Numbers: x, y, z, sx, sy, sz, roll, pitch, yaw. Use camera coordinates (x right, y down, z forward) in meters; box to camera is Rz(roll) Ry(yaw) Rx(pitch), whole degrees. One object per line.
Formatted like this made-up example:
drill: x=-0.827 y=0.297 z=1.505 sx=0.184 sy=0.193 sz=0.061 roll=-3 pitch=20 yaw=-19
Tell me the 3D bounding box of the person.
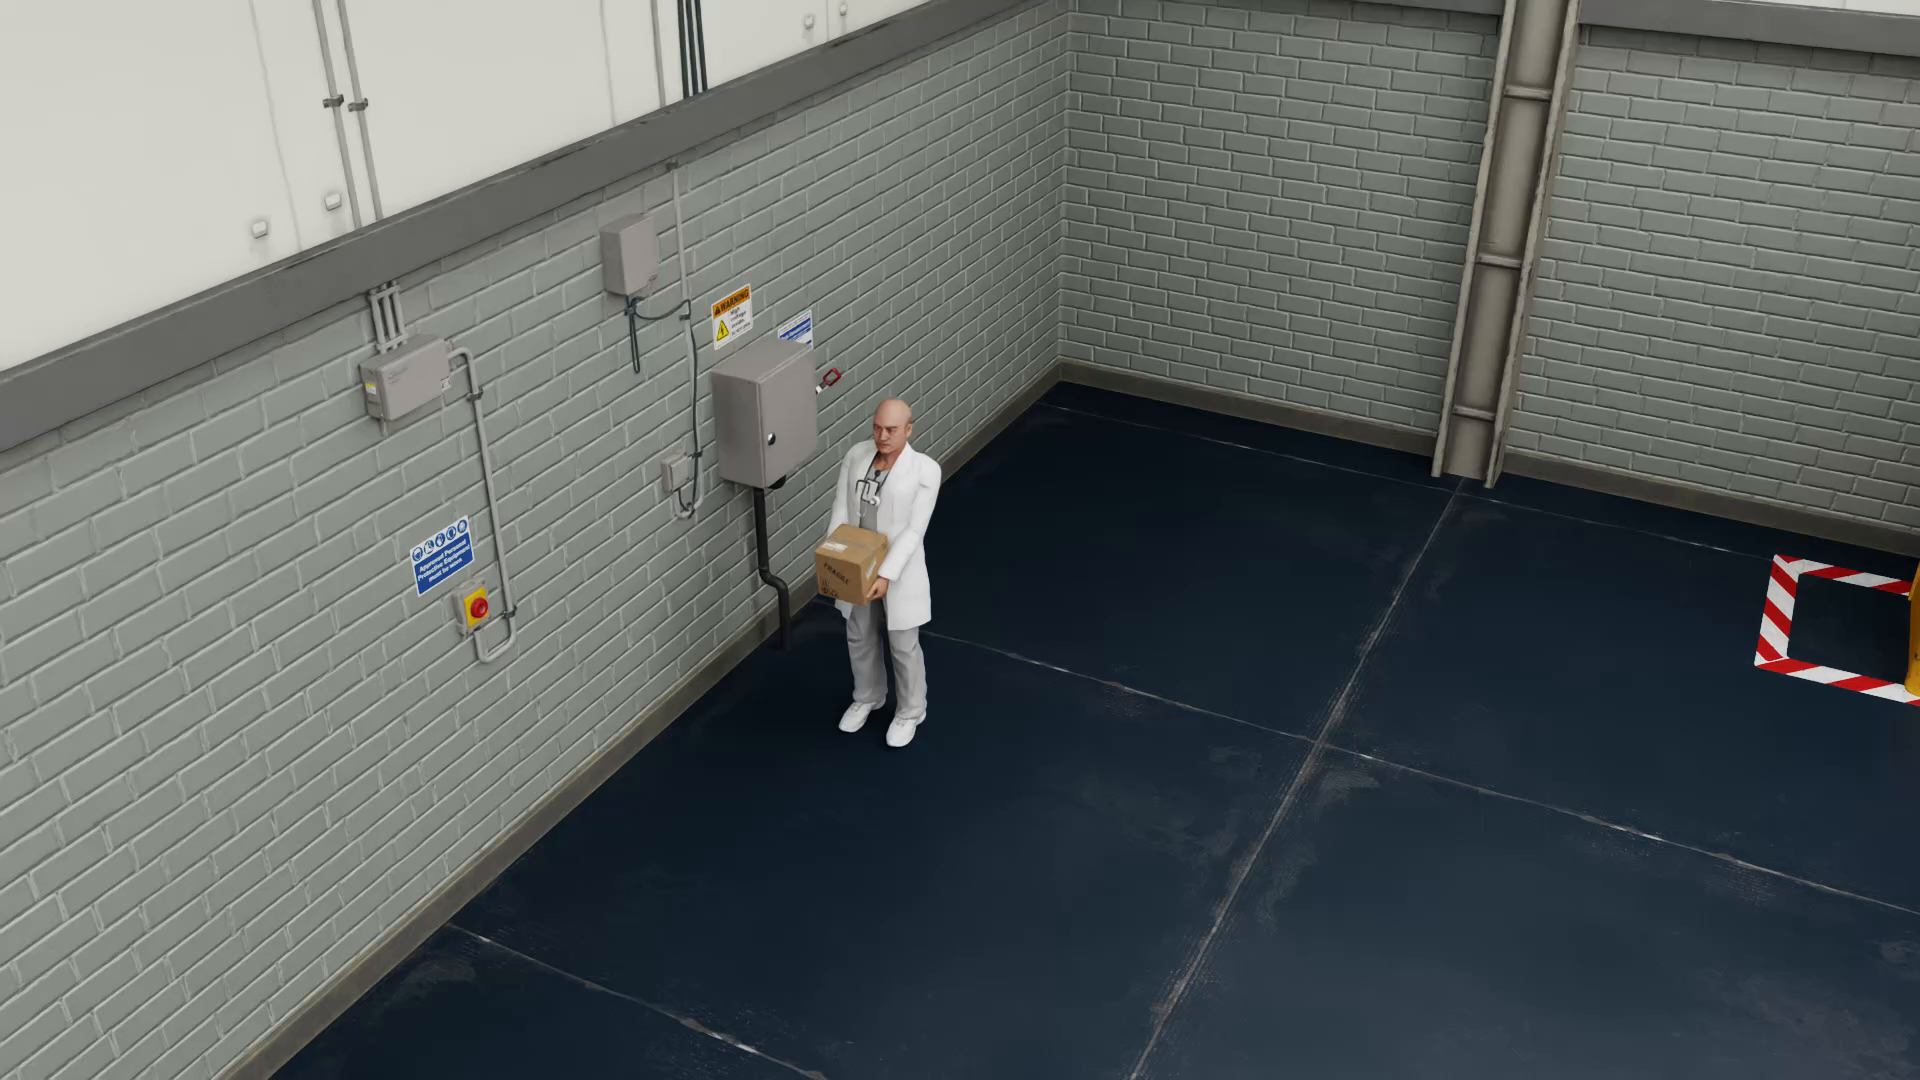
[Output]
person: x=-0.407 y=0.196 z=7.974 sx=0.529 sy=1.772 sz=0.560 roll=15 pitch=33 yaw=24
